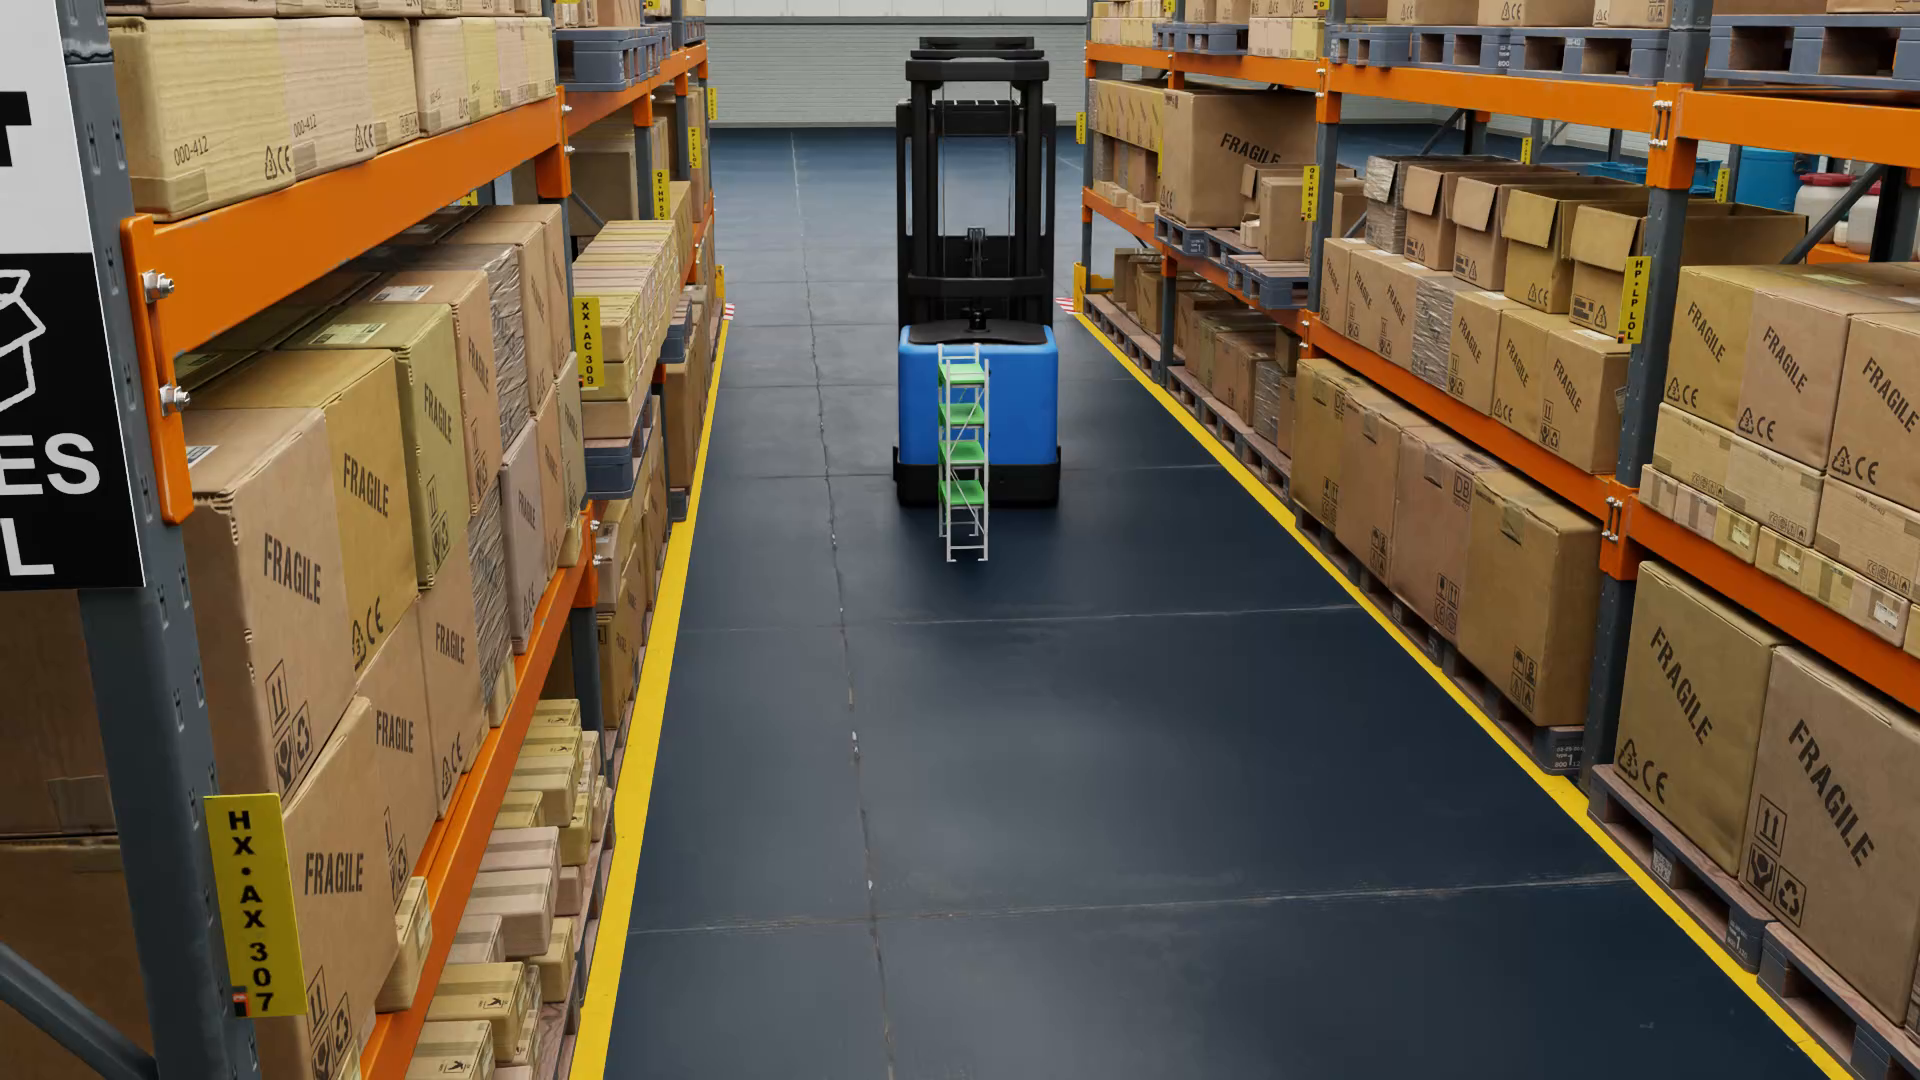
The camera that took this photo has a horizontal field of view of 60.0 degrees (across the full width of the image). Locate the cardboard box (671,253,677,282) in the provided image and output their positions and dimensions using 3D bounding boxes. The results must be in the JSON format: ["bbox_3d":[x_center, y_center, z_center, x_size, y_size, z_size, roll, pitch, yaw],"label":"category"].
[{"bbox_3d":[-1.759,-1.480,9.105,0.380,0.149,0.250,-1,17,-4],"label":"cardboard box"}]

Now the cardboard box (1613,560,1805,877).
[{"bbox_3d":[3.053,0.611,6.070,0.875,0.875,0.875,-2,18,-6],"label":"cardboard box"}]

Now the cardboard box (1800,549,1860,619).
[{"bbox_3d":[2.875,0.128,5.181,0.380,0.149,0.250,-2,18,-6],"label":"cardboard box"}]

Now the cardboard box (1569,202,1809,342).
[{"bbox_3d":[2.991,-1.118,6.889,0.797,0.503,0.637,-2,18,-7],"label":"cardboard box"}]

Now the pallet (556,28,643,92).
[{"bbox_3d":[-1.837,-1.807,6.232,1.213,0.211,1.003,-2,18,-6],"label":"pallet"}]

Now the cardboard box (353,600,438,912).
[{"bbox_3d":[-1.319,0.423,3.159,0.500,0.500,0.500,-2,18,-6],"label":"cardboard box"}]

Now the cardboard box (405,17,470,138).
[{"bbox_3d":[-1.417,-1.052,3.763,0.500,0.250,0.500,-2,18,-6],"label":"cardboard box"}]

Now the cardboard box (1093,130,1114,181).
[{"bbox_3d":[1.857,-4.002,17.252,0.875,0.500,0.500,-2,18,-6],"label":"cardboard box"}]

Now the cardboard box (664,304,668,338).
[{"bbox_3d":[-1.681,-1.113,8.432,0.380,0.149,0.250,-3,18,-8],"label":"cardboard box"}]

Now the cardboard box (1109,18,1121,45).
[{"bbox_3d":[1.726,-4.884,15.968,0.500,0.250,0.500,-2,18,-6],"label":"cardboard box"}]

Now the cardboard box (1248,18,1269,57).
[{"bbox_3d":[2.246,-3.384,11.191,0.500,0.250,0.500,-1,17,-4],"label":"cardboard box"}]

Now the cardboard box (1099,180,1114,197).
[{"bbox_3d":[1.637,-3.615,17.102,0.380,0.149,0.250,-2,18,-6],"label":"cardboard box"}]

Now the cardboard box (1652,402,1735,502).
[{"bbox_3d":[2.853,-0.324,5.955,0.500,0.250,0.500,-2,18,-7],"label":"cardboard box"}]

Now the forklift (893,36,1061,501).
[{"bbox_3d":[0.106,-2.037,11.771,1.130,2.935,3.031,0,17,0],"label":"forklift"}]

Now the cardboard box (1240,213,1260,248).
[{"bbox_3d":[2.212,-2.218,11.758,0.396,0.266,0.258,-2,18,-7],"label":"cardboard box"}]

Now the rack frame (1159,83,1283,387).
[{"bbox_3d":[2.240,-2.785,14.040,1.000,3.000,0.127,-2,18,-6],"label":"rack frame"}]

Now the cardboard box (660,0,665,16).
[{"bbox_3d":[-2.305,-3.783,11.493,0.500,0.311,0.500,-2,18,-8],"label":"cardboard box"}]

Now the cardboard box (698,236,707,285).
[{"bbox_3d":[-2.796,-2.307,15.362,0.875,0.875,0.875,-2,18,-5],"label":"cardboard box"}]

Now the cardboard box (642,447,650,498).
[{"bbox_3d":[-1.861,-0.338,8.466,0.500,0.250,0.500,-1,17,-4],"label":"cardboard box"}]

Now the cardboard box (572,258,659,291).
[{"bbox_3d":[-1.628,-1.240,7.844,0.380,0.149,0.250,-1,17,-4],"label":"cardboard box"}]

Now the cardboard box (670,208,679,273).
[{"bbox_3d":[-2.176,-1.962,11.251,0.500,0.500,0.500,-2,18,-6],"label":"cardboard box"}]

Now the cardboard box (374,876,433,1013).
[{"bbox_3d":[-1.216,0.770,3.136,0.380,0.149,0.250,-2,18,-7],"label":"cardboard box"}]

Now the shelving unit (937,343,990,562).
[{"bbox_3d":[0.017,-0.523,9.840,0.258,1.200,0.503,-2,18,-6],"label":"shelving unit"}]

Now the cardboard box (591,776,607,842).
[{"bbox_3d":[-1.500,0.988,6.082,0.380,0.149,0.250,-2,17,-5],"label":"cardboard box"}]

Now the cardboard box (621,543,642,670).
[{"bbox_3d":[-1.748,0.328,7.597,0.500,0.500,0.500,-1,17,-3],"label":"cardboard box"}]

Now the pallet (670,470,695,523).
[{"bbox_3d":[-2.298,-0.377,11.026,1.003,0.211,1.213,-2,18,-6],"label":"pallet"}]

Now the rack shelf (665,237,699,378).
[{"bbox_3d":[-2.498,-1.723,11.858,1.077,0.370,4.000,-2,18,-6],"label":"rack shelf"}]

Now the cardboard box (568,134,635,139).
[{"bbox_3d":[-2.437,-2.432,11.081,0.700,0.500,0.500,-2,18,-6],"label":"cardboard box"}]

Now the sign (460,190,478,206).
[{"bbox_3d":[-2.843,-2.005,9.621,0.100,0.325,0.005,-2,18,-6],"label":"sign"}]

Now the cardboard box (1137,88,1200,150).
[{"bbox_3d":[1.867,-3.726,14.706,0.500,0.500,0.500,-2,18,-6],"label":"cardboard box"}]

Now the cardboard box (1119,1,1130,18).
[{"bbox_3d":[1.726,-5.049,15.828,0.380,0.149,0.250,-3,18,-8],"label":"cardboard box"}]

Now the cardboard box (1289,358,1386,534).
[{"bbox_3d":[2.703,-0.574,9.843,1.225,0.875,0.875,-3,18,-8],"label":"cardboard box"}]

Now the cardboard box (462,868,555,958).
[{"bbox_3d":[-1.376,1.082,4.789,0.380,0.149,0.250,-2,18,-8],"label":"cardboard box"}]

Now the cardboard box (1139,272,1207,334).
[{"bbox_3d":[2.029,-2.266,15.860,0.500,0.500,0.500,-3,18,-11],"label":"cardboard box"}]

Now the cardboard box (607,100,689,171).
[{"bbox_3d":[-2.708,-3.360,13.818,0.875,0.550,0.550,-2,18,-6],"label":"cardboard box"}]

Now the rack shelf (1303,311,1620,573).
[{"bbox_3d":[2.859,-0.654,8.454,1.077,0.370,4.000,-2,18,-6],"label":"rack shelf"}]

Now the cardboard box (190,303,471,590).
[{"bbox_3d":[-1.339,-0.201,3.477,0.500,0.500,0.500,-2,18,-7],"label":"cardboard box"}]

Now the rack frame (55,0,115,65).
[{"bbox_3d":[-1.467,-1.949,1.362,1.000,3.000,0.127,-2,18,-6],"label":"rack frame"}]

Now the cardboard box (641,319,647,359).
[{"bbox_3d":[-1.545,-0.864,7.143,0.380,0.149,0.250,-3,18,-8],"label":"cardboard box"}]

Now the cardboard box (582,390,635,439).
[{"bbox_3d":[-1.462,-0.491,6.450,0.380,0.149,0.250,-3,18,-8],"label":"cardboard box"}]

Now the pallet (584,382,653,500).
[{"bbox_3d":[-1.813,-0.419,6.825,1.003,0.211,1.213,-2,18,-6],"label":"pallet"}]

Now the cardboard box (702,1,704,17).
[{"bbox_3d":[-2.693,-5.173,16.190,0.380,0.149,0.250,-2,17,-5],"label":"cardboard box"}]

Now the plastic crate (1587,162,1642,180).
[{"bbox_3d":[7.103,-3.919,17.901,0.499,0.251,0.616,-2,18,-6],"label":"plastic crate"}]

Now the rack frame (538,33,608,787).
[{"bbox_3d":[-1.879,-0.278,6.056,1.000,3.000,0.127,-2,18,-6],"label":"rack frame"}]

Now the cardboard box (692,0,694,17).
[{"bbox_3d":[-2.482,-4.566,14.258,0.380,0.149,0.250,-2,18,-7],"label":"cardboard box"}]

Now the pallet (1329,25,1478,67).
[{"bbox_3d":[2.771,-2.744,9.218,1.213,0.211,1.003,-1,17,-3],"label":"pallet"}]

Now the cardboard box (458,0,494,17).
[{"bbox_3d":[-1.478,-1.436,4.152,0.500,0.250,0.500,-1,17,-3],"label":"cardboard box"}]

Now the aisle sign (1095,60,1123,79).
[{"bbox_3d":[1.522,-5.226,17.476,0.394,0.787,0.004,-2,18,-6],"label":"aisle sign"}]

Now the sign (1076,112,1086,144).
[{"bbox_3d":[1.287,-4.373,17.653,0.100,0.325,0.005,-2,18,-6],"label":"sign"}]

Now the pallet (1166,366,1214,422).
[{"bbox_3d":[2.321,-1.223,13.719,1.003,0.211,1.213,-2,18,-6],"label":"pallet"}]

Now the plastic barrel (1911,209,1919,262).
[{"bbox_3d":[7.167,-2.364,12.471,0.433,0.535,0.433,0,17,0],"label":"plastic barrel"}]

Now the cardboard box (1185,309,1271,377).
[{"bbox_3d":[2.282,-1.619,13.764,0.700,0.500,0.500,-3,18,-10],"label":"cardboard box"}]
